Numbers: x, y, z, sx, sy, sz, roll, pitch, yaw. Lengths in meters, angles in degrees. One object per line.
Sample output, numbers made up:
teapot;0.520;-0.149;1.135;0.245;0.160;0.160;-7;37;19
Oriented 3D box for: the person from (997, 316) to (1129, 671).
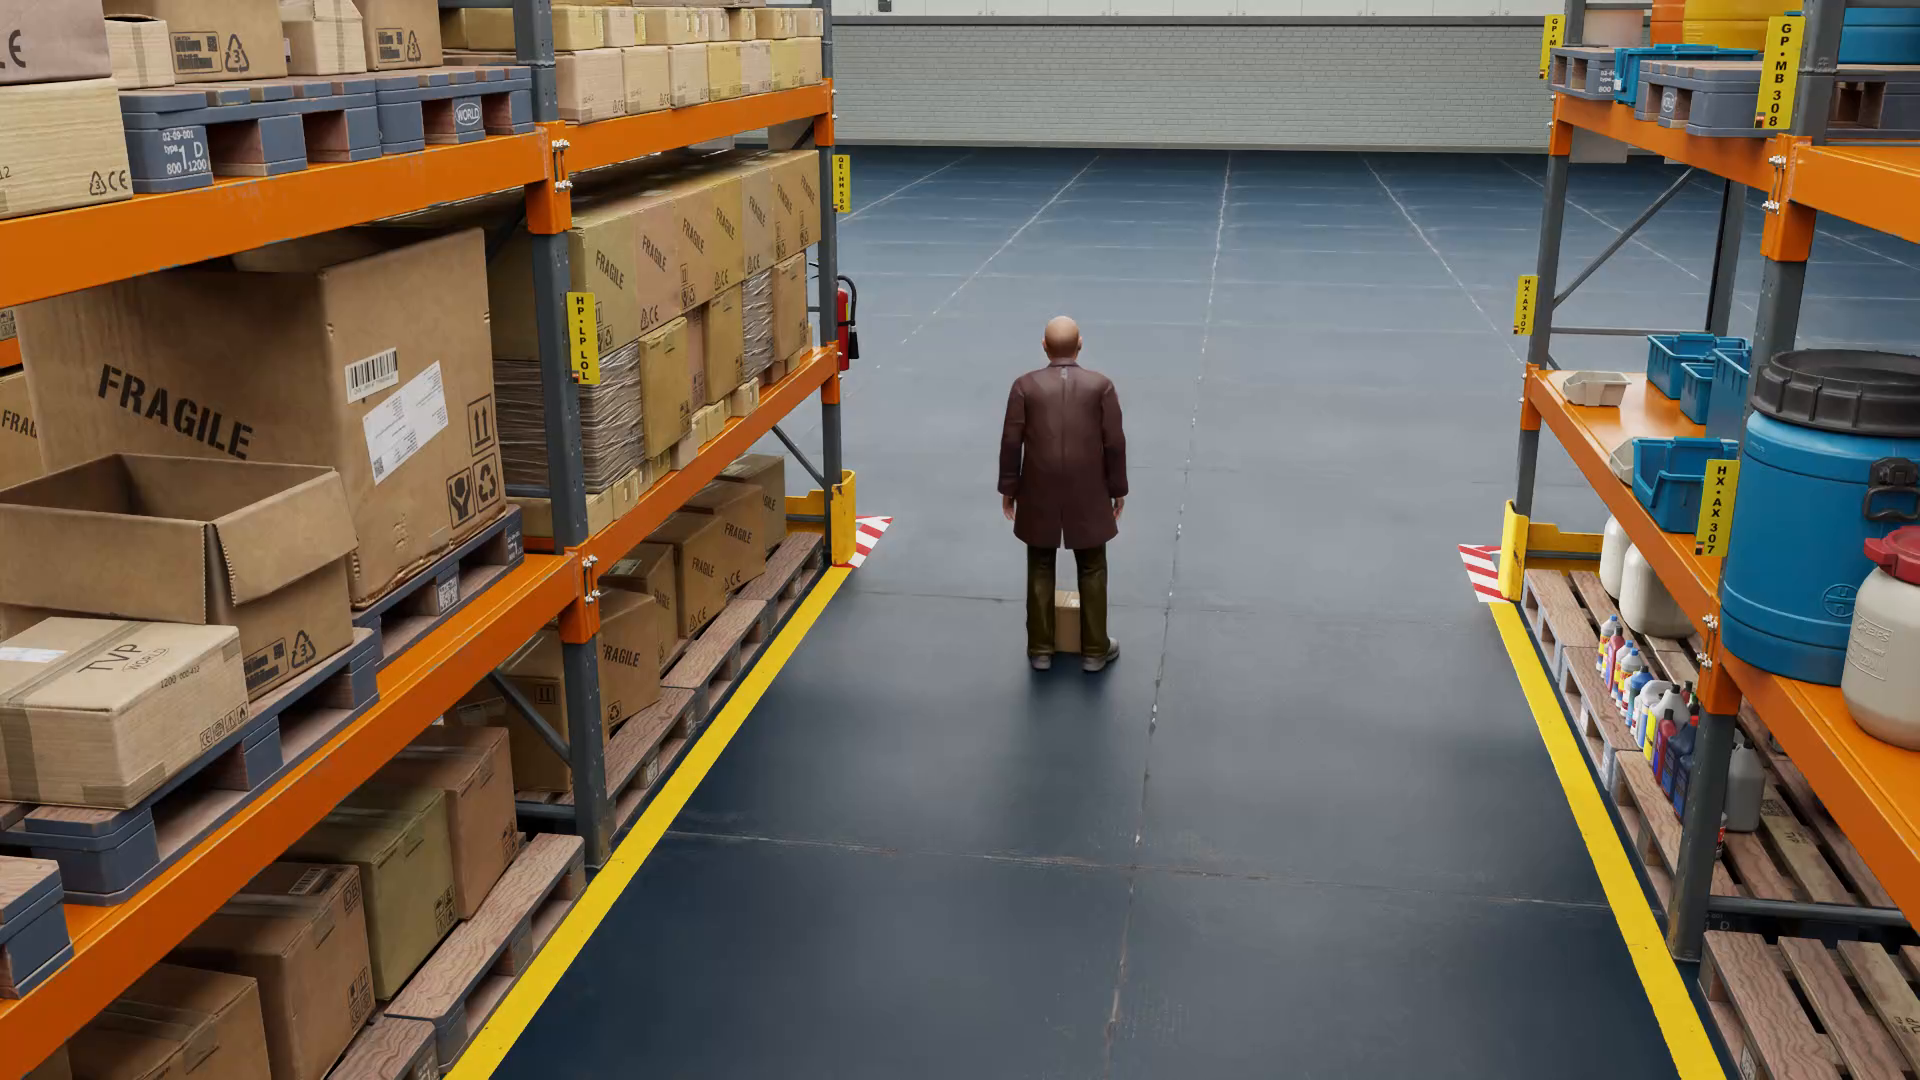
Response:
person;0.511;-0.226;8.287;0.654;1.774;0.421;2;18;6
